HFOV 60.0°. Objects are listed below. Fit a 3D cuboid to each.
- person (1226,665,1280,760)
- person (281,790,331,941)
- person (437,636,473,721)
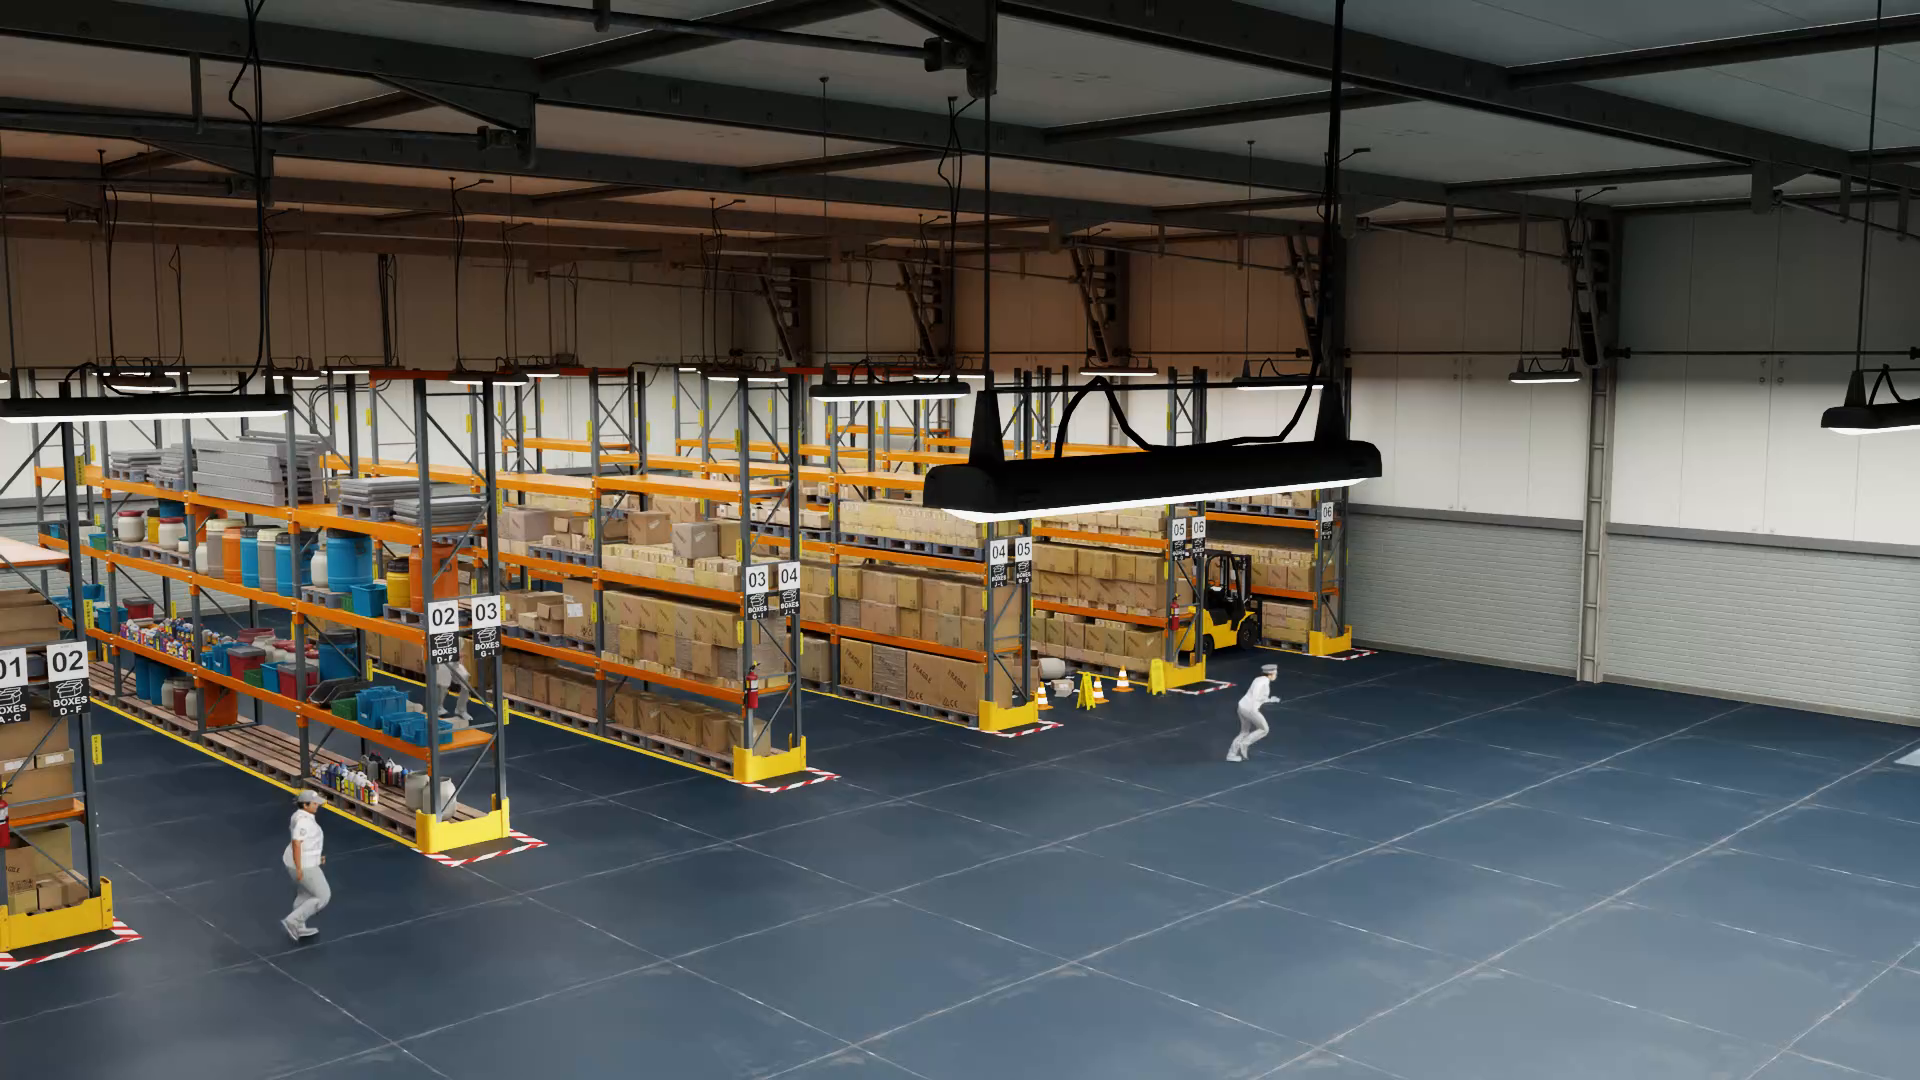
[{"bbox_3d":[4.558,2.684,25.715,0.859,1.497,0.648,-1,7,-9],"label":"person"},{"bbox_3d":[-7.065,3.493,17.896,0.537,1.632,0.605,-4,8,-31],"label":"person"},{"bbox_3d":[-8.760,2.234,28.569,1.057,1.733,0.626,6,9,41],"label":"person"}]
